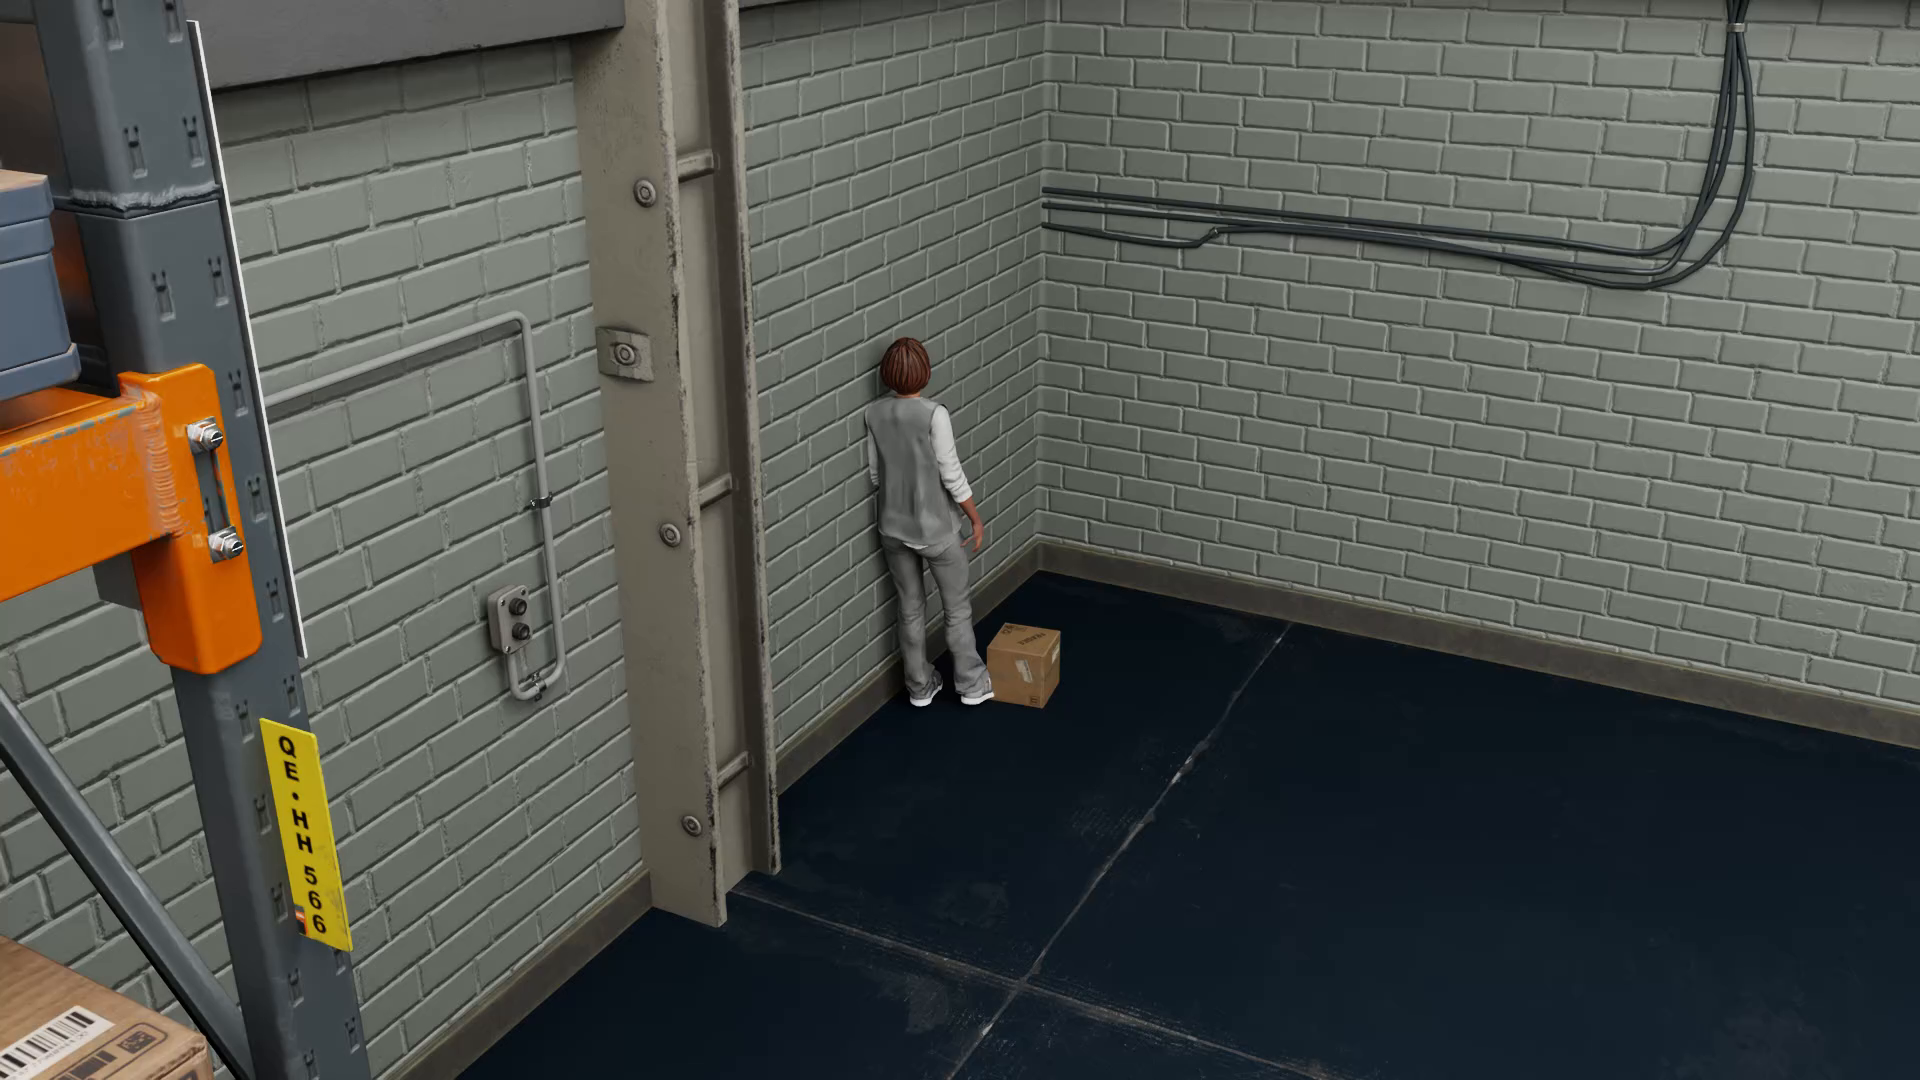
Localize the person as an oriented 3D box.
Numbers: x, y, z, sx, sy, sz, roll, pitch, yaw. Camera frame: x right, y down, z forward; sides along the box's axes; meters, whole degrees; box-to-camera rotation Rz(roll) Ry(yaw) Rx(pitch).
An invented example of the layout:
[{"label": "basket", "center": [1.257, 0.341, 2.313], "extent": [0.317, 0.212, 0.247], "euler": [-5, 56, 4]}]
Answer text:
[{"label": "person", "center": [-0.116, -0.070, 6.748], "extent": [0.519, 1.598, 0.474], "euler": [11, 26, 25]}]
